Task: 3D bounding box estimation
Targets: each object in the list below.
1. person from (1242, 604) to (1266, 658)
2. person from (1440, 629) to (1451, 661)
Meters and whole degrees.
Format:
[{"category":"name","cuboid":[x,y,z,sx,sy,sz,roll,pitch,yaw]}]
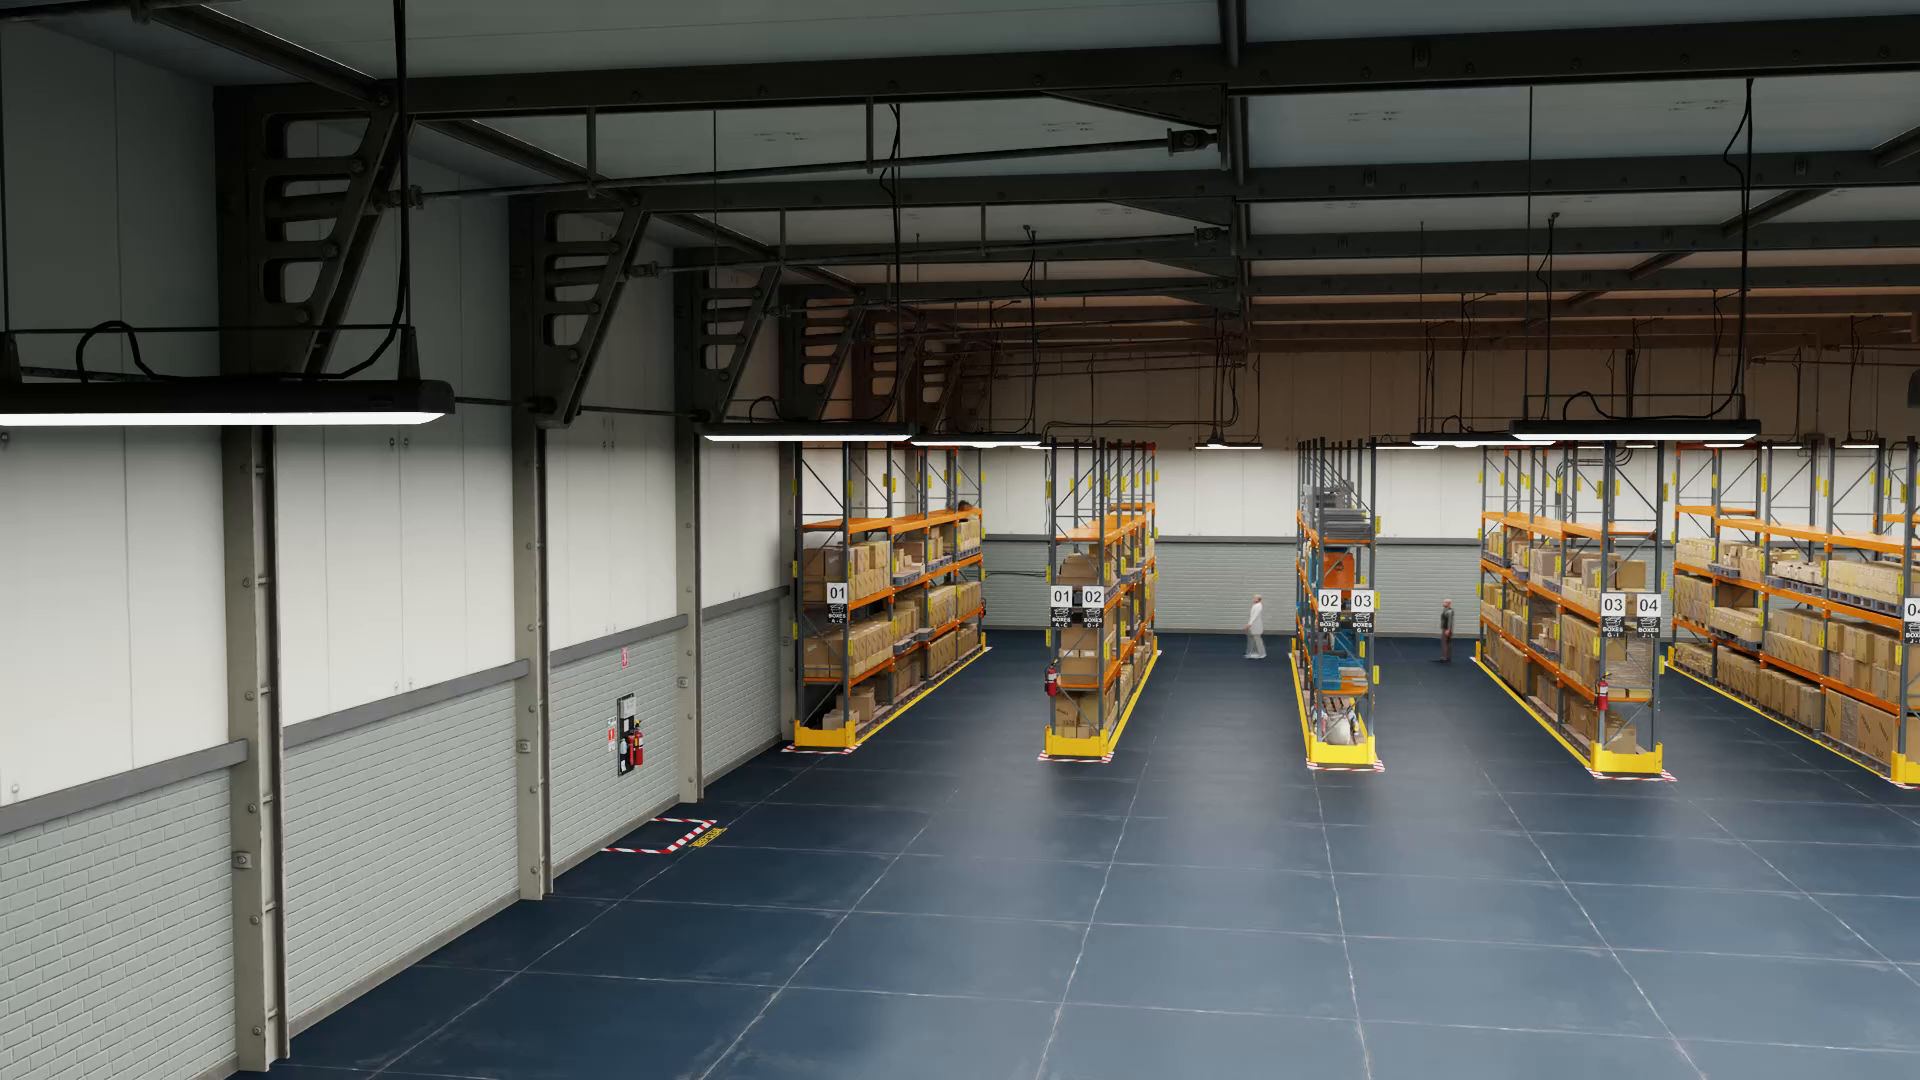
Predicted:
[{"category":"person","cuboid":[8.159,2.546,46.172,0.710,1.601,0.311,1,3,18]},{"category":"person","cuboid":[13.214,2.836,45.312,0.304,0.876,0.474,1,3,17]}]
